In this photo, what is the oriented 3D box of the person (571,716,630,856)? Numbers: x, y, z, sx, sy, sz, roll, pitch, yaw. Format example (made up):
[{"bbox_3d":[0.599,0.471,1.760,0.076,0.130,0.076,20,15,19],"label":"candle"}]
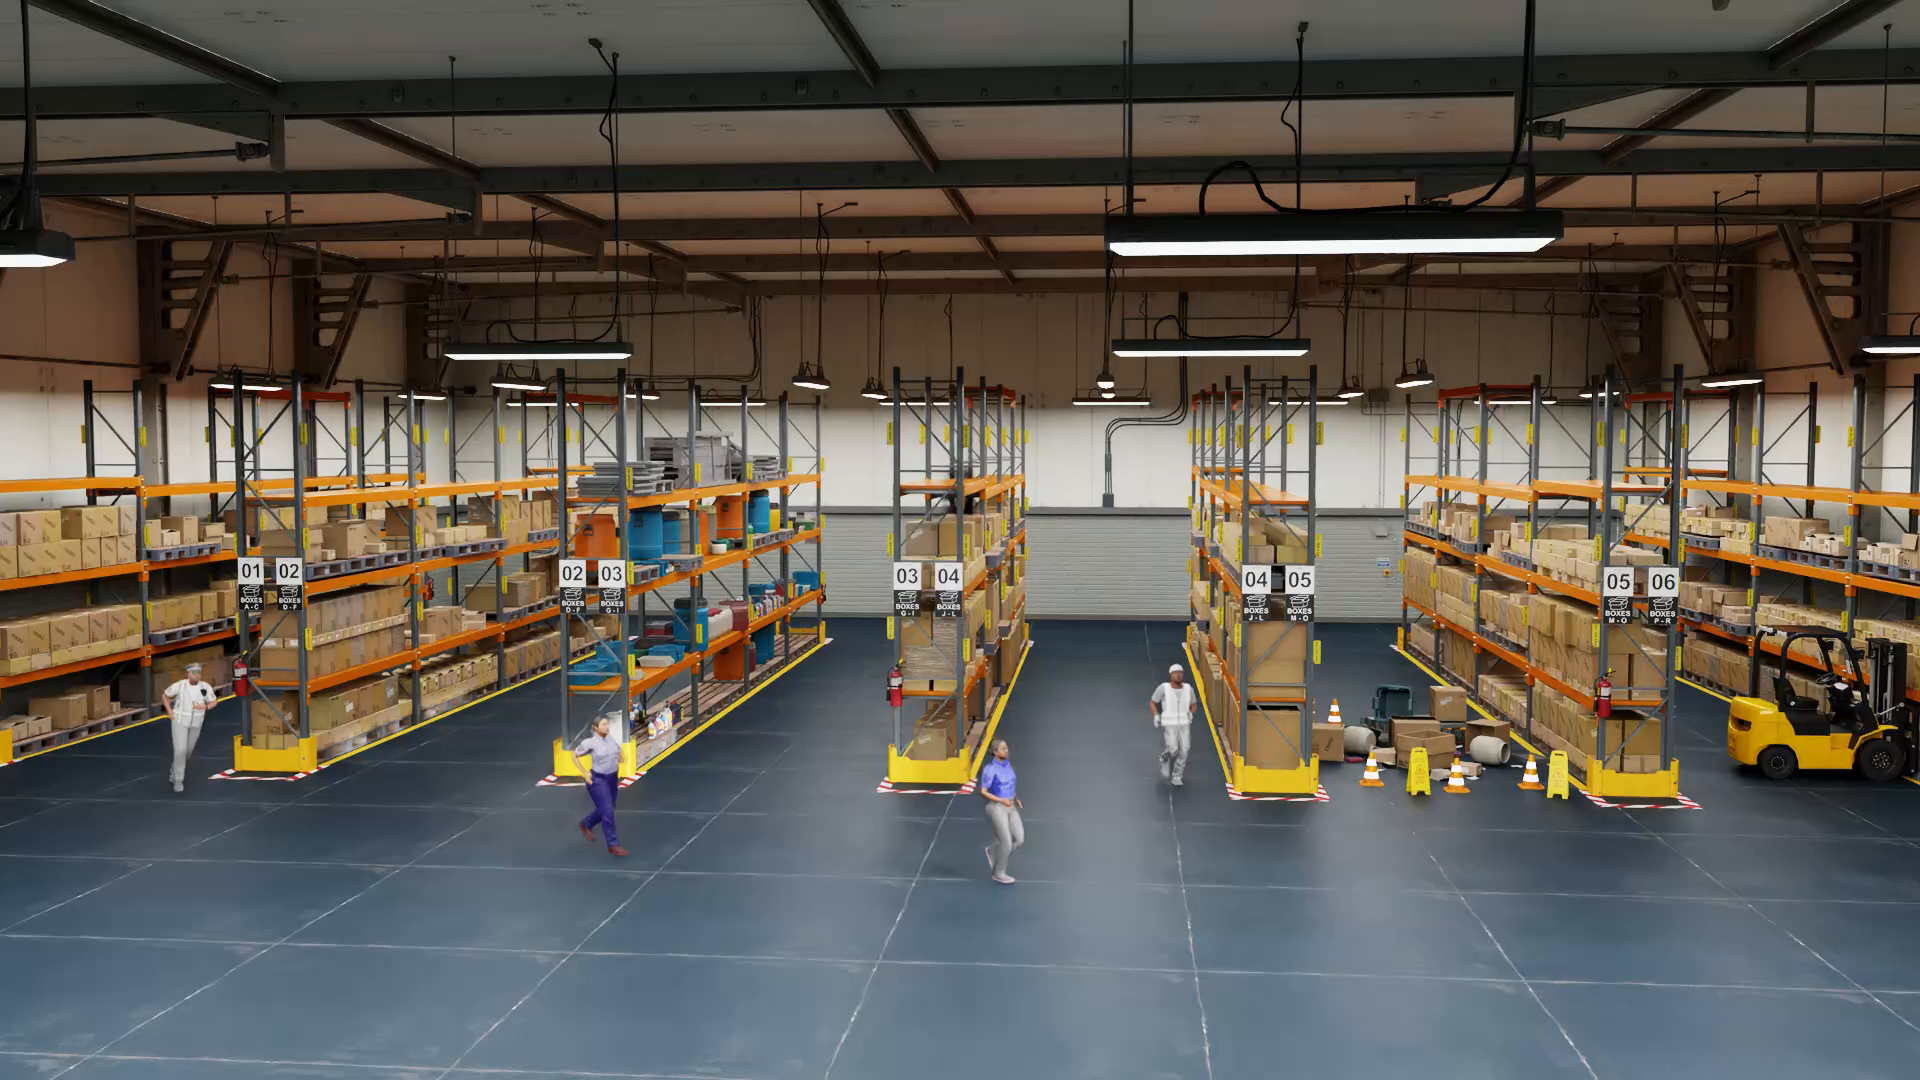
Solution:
[{"bbox_3d":[-4.300,2.922,20.006,0.921,1.628,0.610,2,4,31],"label":"person"}]

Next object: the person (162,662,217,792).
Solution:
[{"bbox_3d":[-11.061,2.653,23.888,0.687,1.810,0.835,-3,5,-42],"label":"person"}]

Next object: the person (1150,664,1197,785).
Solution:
[{"bbox_3d":[3.102,2.649,23.847,0.675,1.722,0.560,-1,4,-8],"label":"person"}]

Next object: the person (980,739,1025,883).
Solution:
[{"bbox_3d":[0.484,3.037,18.670,0.539,1.605,0.572,3,5,38],"label":"person"}]
